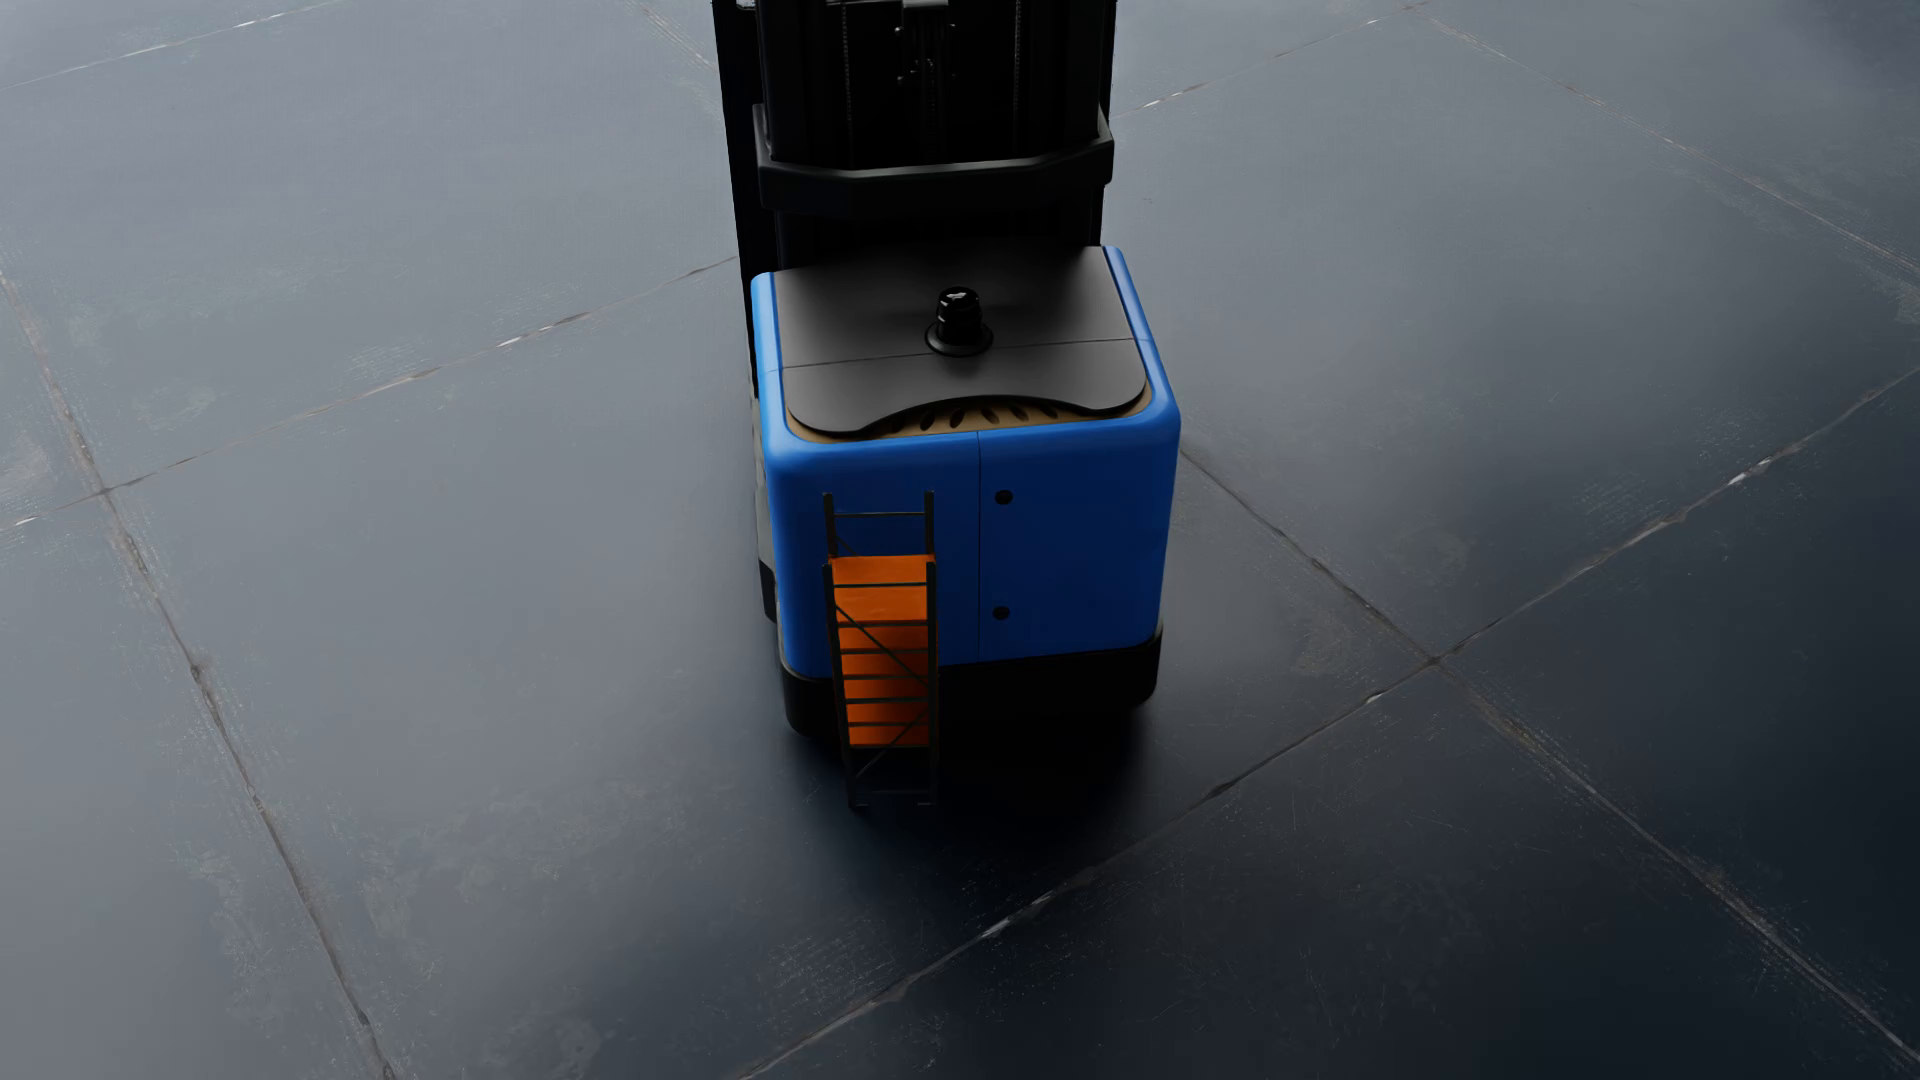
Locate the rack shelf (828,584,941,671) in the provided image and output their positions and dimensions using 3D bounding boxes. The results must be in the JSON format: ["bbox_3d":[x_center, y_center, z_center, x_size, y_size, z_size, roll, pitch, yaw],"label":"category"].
[{"bbox_3d":[-0.177,0.199,3.886,0.258,0.103,0.180,-1,56,-1],"label":"rack shelf"}]

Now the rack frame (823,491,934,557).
[{"bbox_3d":[-0.182,0.232,4.100,0.240,1.200,0.006,-1,56,-1],"label":"rack frame"}]

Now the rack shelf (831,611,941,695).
[{"bbox_3d":[-0.178,0.266,3.986,0.258,0.103,0.180,-1,56,-1],"label":"rack shelf"}]

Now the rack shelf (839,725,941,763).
[{"bbox_3d":[-0.181,0.466,4.285,0.258,0.103,0.180,-1,56,-1],"label":"rack shelf"}]

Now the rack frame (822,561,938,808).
[{"bbox_3d":[-0.175,0.384,3.998,0.240,1.200,0.006,-1,56,-1],"label":"rack frame"}]

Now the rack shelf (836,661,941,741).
[{"bbox_3d":[-0.180,0.400,4.185,0.258,0.103,0.180,-1,56,-1],"label":"rack shelf"}]

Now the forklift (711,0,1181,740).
[{"bbox_3d":[-0.154,-1.534,4.734,1.130,2.935,3.031,-5,44,-6],"label":"forklift"}]

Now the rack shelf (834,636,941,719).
[{"bbox_3d":[-0.179,0.333,4.086,0.258,0.103,0.180,-1,56,-1],"label":"rack shelf"}]

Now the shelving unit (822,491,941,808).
[{"bbox_3d":[-0.178,0.308,4.049,0.258,1.200,0.189,-1,56,-1],"label":"shelving unit"}]

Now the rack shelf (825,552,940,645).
[{"bbox_3d":[-0.176,0.132,3.786,0.258,0.103,0.180,-1,56,-1],"label":"rack shelf"}]
